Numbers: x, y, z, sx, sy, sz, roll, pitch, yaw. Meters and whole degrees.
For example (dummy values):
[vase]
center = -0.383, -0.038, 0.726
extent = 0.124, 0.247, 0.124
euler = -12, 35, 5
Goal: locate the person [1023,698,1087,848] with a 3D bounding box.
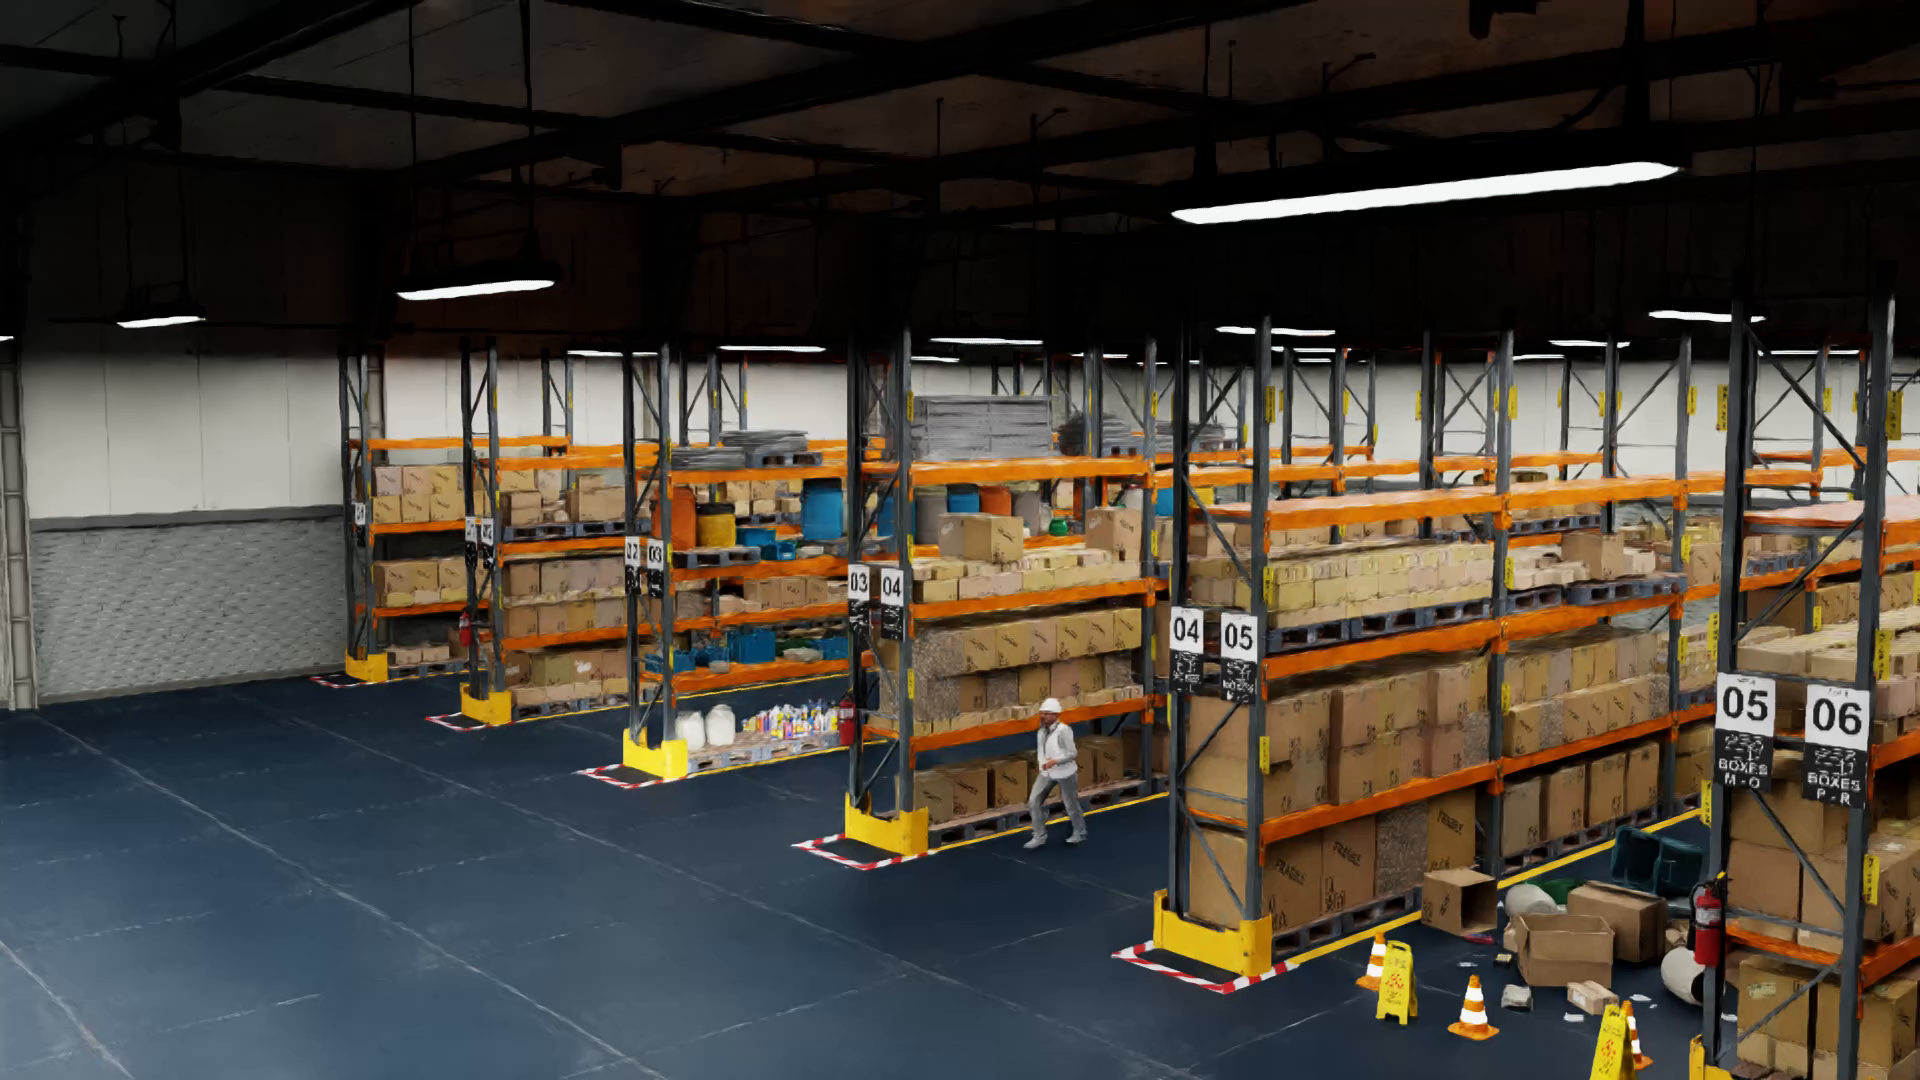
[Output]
[person]
center = 1.088, 2.624, 18.855
extent = 0.682, 1.709, 0.867
euler = 5, 7, 43
